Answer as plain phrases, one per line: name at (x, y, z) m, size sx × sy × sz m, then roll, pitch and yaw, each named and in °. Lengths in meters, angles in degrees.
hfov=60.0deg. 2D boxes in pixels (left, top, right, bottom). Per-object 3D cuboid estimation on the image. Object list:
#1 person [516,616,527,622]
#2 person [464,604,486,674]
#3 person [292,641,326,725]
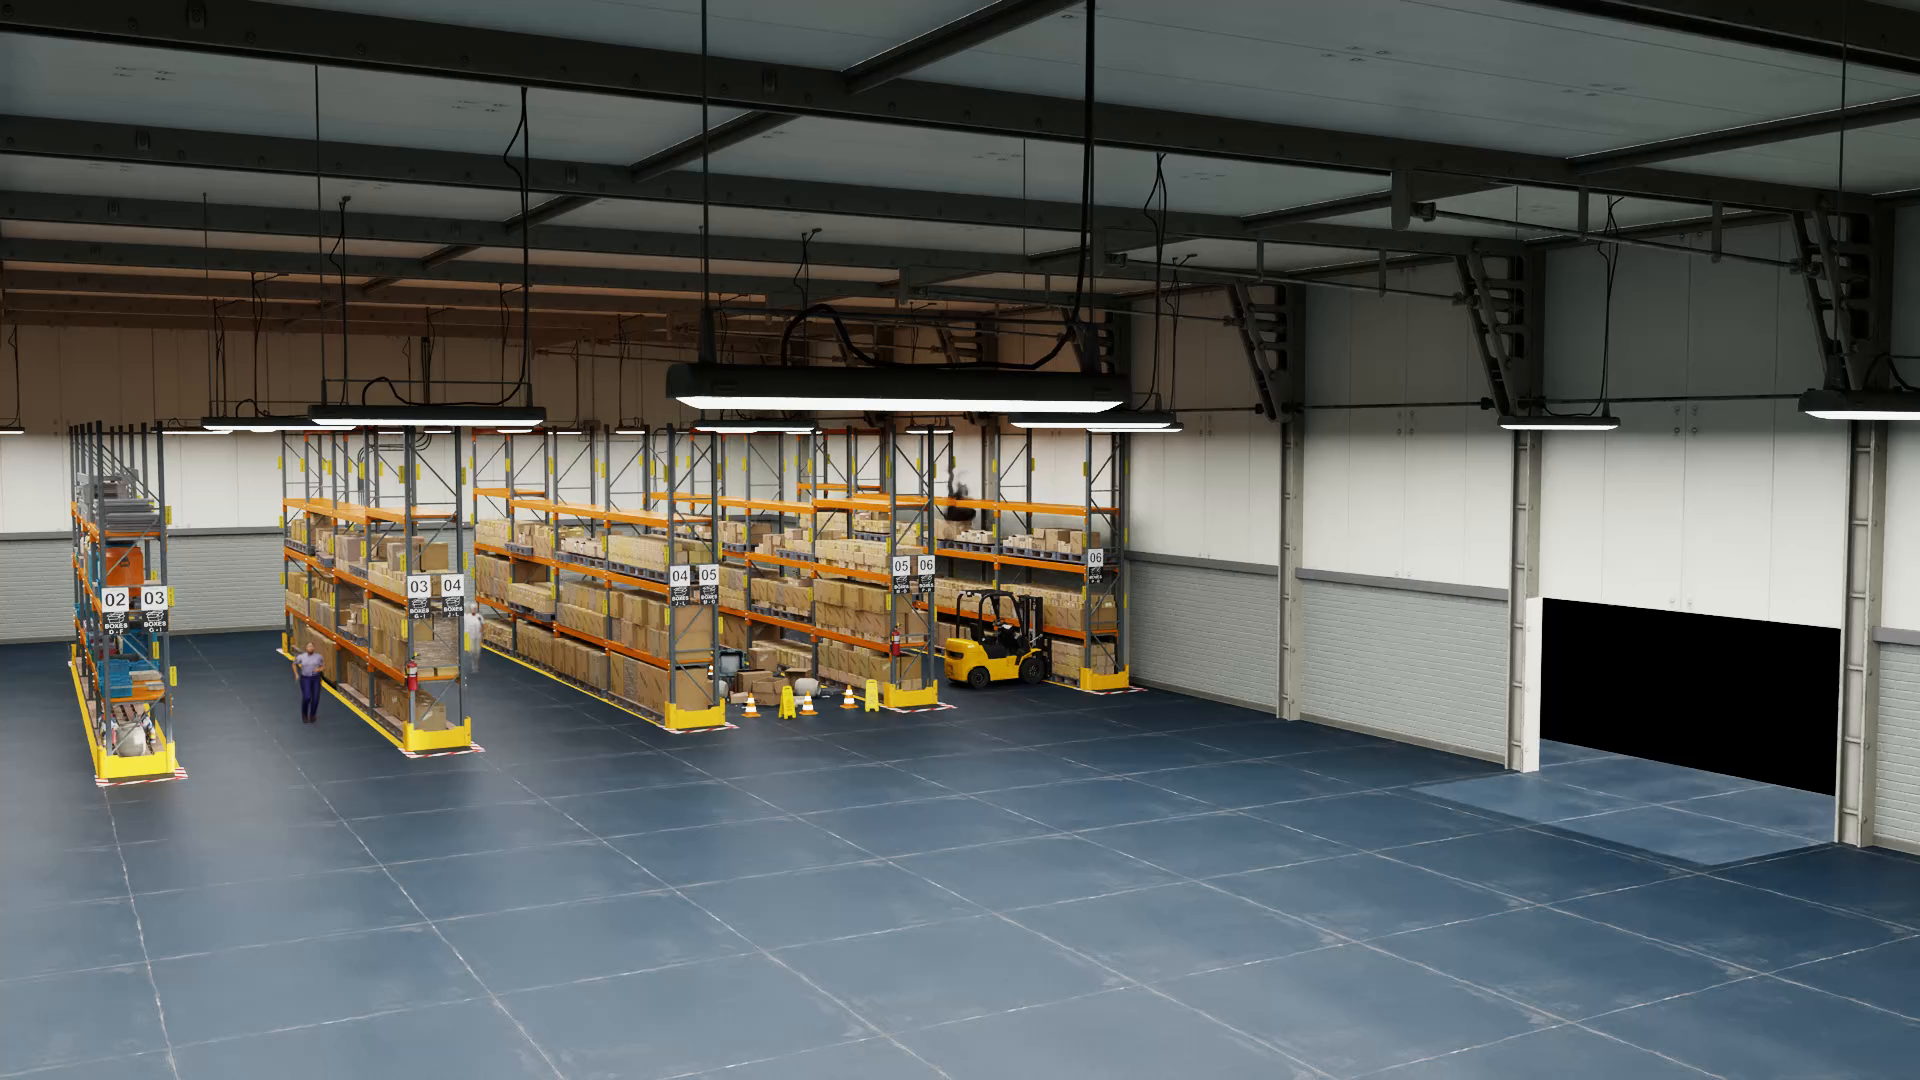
person at (-12.890, 1.916, 48.523) m, size 0.616 × 1.618 × 0.555 m, roll -2°, pitch 4°, yaw -28°
person at (-11.836, 2.386, 40.492) m, size 0.617 × 1.668 × 0.837 m, roll -2°, pitch 4°, yaw -32°
person at (-12.985, 2.862, 33.241) m, size 0.581 × 1.637 × 0.680 m, roll -2°, pitch 4°, yaw -33°
